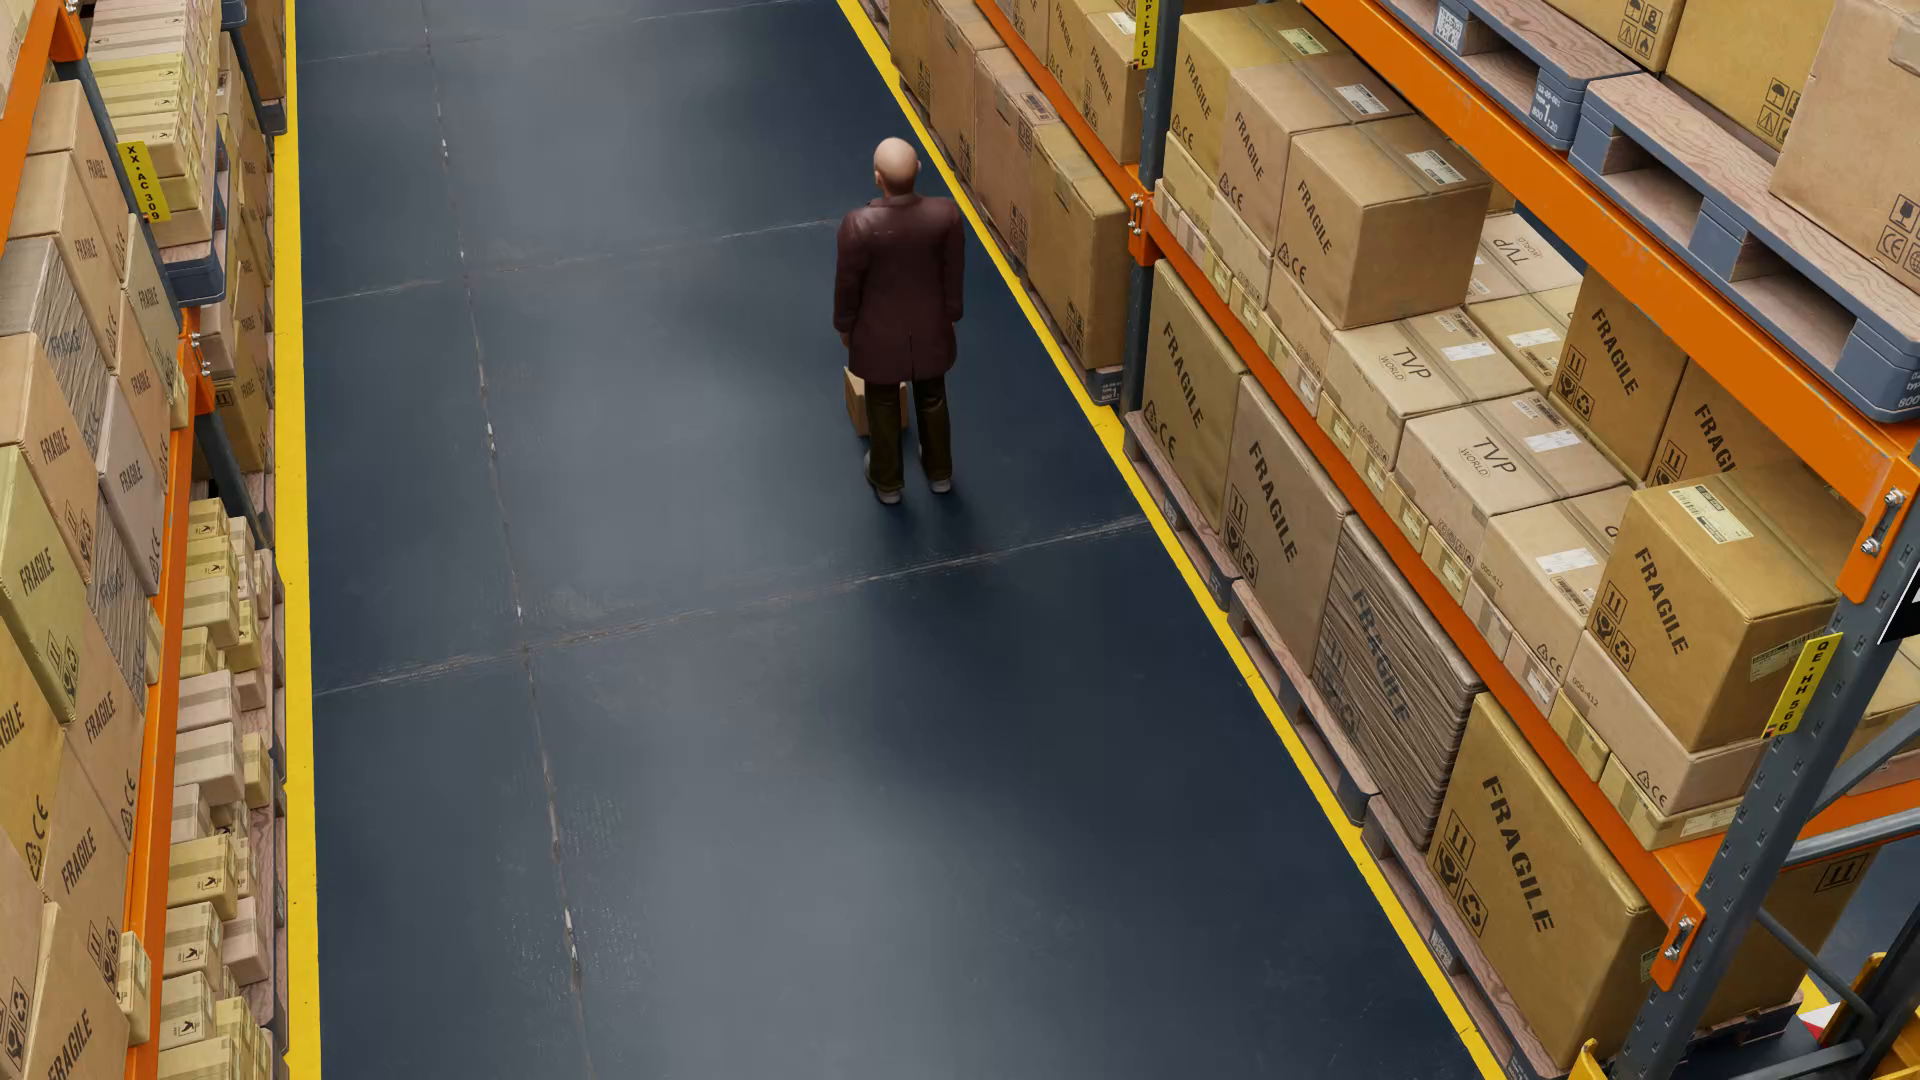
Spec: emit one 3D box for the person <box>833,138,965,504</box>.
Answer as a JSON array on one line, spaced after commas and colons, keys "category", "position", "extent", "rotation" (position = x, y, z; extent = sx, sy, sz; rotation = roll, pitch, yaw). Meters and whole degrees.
[{"category": "person", "position": [-0.274, -0.958, 7.241], "extent": [0.569, 1.787, 0.389], "rotation": [-11, 43, -12]}]
